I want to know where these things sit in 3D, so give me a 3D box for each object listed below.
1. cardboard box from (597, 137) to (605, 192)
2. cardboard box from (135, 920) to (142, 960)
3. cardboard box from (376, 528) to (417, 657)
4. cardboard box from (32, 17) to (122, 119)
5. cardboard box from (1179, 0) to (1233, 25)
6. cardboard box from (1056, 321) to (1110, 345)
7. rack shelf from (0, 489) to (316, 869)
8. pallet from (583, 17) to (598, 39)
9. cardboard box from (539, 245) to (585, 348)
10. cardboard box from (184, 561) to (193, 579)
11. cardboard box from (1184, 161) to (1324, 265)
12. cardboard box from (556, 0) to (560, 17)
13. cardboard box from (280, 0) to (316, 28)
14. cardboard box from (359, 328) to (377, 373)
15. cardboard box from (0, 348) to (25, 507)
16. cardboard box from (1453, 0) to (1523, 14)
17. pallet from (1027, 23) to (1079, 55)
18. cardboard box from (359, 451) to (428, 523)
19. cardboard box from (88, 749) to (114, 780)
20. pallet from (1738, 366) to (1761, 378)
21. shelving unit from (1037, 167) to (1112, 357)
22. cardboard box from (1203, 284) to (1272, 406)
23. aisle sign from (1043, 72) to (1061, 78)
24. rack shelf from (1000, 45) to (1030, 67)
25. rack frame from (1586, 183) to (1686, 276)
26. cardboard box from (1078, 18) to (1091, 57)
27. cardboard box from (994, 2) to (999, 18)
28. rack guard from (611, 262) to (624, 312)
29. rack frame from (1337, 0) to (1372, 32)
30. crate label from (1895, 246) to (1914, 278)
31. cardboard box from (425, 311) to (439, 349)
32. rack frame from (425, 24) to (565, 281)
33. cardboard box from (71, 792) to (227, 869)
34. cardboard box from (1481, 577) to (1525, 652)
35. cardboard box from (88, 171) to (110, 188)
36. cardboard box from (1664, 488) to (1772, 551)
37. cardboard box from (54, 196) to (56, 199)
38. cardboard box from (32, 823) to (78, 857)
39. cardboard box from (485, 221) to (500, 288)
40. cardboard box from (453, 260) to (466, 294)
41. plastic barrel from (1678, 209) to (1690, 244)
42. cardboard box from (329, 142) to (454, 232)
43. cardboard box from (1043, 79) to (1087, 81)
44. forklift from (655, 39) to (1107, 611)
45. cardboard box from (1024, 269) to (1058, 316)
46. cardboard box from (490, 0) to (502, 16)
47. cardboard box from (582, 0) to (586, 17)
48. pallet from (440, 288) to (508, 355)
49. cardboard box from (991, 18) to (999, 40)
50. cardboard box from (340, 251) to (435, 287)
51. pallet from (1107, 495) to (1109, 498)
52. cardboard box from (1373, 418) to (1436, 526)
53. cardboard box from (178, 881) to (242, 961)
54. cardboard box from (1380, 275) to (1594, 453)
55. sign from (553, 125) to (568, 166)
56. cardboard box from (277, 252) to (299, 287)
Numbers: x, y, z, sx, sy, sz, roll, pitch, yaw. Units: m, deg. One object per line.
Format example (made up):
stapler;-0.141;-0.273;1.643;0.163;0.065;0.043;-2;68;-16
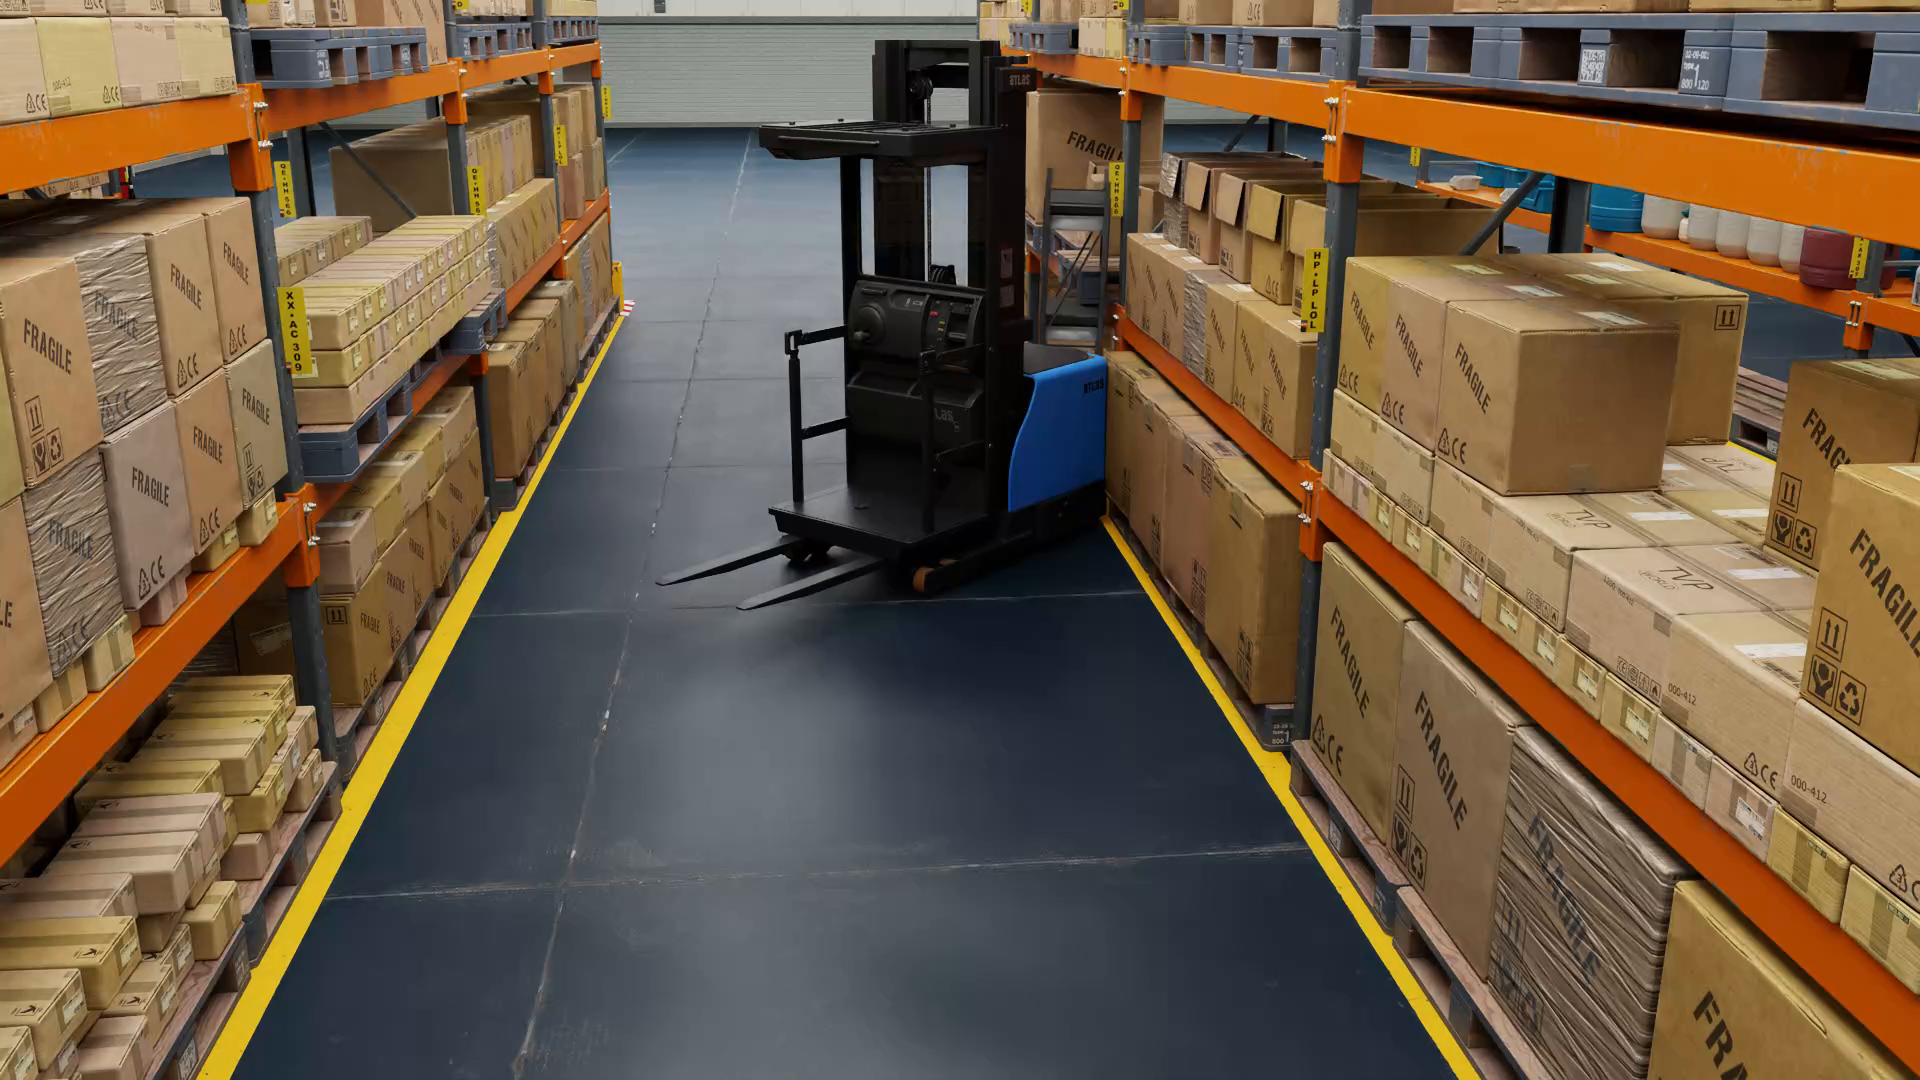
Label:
cardboard box;-4.181;-3.887;17.300;0.875;0.550;0.550;-2;18;-6
cardboard box;-2.626;1.226;4.824;0.380;0.149;0.250;-1;17;-3
cardboard box;-2.895;0.257;7.823;0.500;0.500;0.500;-1;17;-3
cardboard box;-2.615;-1.271;4.459;0.500;0.250;0.500;-2;18;-6
cardboard box;1.639;-3.165;9.371;0.797;0.503;0.637;-1;17;-2
cardboard box;1.164;-1.547;13.535;0.700;0.500;0.500;-2;18;-6
rack shelf;-2.821;0.590;4.492;1.077;0.370;4.000;-2;18;-6
pallet;-4.178;-5.093;16.531;1.003;0.211;1.213;-2;18;-6
cardboard box;-3.847;-2.109;14.733;0.875;0.875;0.875;-2;17;-5
cardboard box;-2.703;0.082;5.327;0.380;0.149;0.250;-2;18;-7
cardboard box;1.628;-1.778;8.991;0.797;0.503;0.637;-1;17;-4
cardboard box;-3.580;-4.488;14.009;0.380;0.149;0.250;-2;18;-5
cardboard box;-2.909;-2.207;6.639;0.500;0.311;0.500;-2;18;-6
cardboard box;-2.639;-0.780;6.877;0.380;0.149;0.250;-2;18;-7
cardboard box;-2.486;-0.272;3.703;0.500;0.500;0.500;-2;18;-7
cardboard box;2.058;-1.968;5.395;0.700;0.500;0.500;-3;18;-9
pallet;1.160;-3.701;12.265;1.213;0.211;1.003;-2;18;-6
cardboard box;-2.946;-0.254;8.198;0.500;0.250;0.500;-1;17;-4
cardboard box;-3.153;0.793;5.707;0.380;0.149;0.250;-2;18;-6
pallet;6.138;-1.446;14.430;1.003;0.211;1.213;-2;18;-6
shelving unit;0.718;-1.309;10.769;0.431;2.100;0.503;3;22;3
cardboard box;1.492;-0.954;8.042;0.500;0.500;0.500;-2;18;-6
aisle sign;0.971;-5.316;17.761;0.394;0.787;0.004;-2;18;-6
rack shelf;0.886;-4.540;15.823;1.077;0.370;4.000;-2;18;-6
rack frame;6.019;-3.009;14.754;1.000;3.000;0.127;-2;18;-6
cardboard box;1.098;-3.455;11.417;0.500;0.250;0.500;-1;17;-4
cardboard box;0.535;-5.201;16.312;0.380;0.149;0.250;-2;18;-6
rack guard;-4.267;-2.739;18.067;1.175;0.500;0.348;-2;18;-6
rack frame;1.917;-3.335;5.776;1.000;3.000;0.127;-2;18;-6
crate label;6.598;-2.138;11.922;0.502;0.435;0.616;-2;18;-6
cardboard box;-2.773;-1.025;8.154;0.380;0.149;0.250;-3;18;-8
rack frame;-3.852;-2.733;13.874;1.000;3.000;0.127;-2;18;-6
cardboard box;-2.564;0.931;5.269;0.380;0.149;0.250;-3;18;-8
cardboard box;1.779;0.210;4.919;0.380;0.149;0.250;-2;18;-7
cardboard box;-8.848;-3.778;16.539;0.500;0.500;0.500;-2;18;-7
cardboard box;2.381;0.038;4.803;0.500;0.250;0.500;-2;18;-7
cardboard box;-8.841;-3.211;15.818;0.380;0.149;0.250;-2;17;-5
cardboard box;-3.106;1.011;5.511;0.380;0.149;0.250;-3;18;-8
cardboard box;-3.217;-1.731;10.516;0.500;0.500;0.500;-2;17;-5
cardboard box;-2.851;-1.398;8.844;0.380;0.149;0.250;-2;18;-6
plastic barrel;6.002;-2.544;13.503;0.301;0.262;0.301;0;17;0
cardboard box;-3.476;-2.200;10.340;0.700;0.500;0.500;-2;18;-6
cardboard box;1.039;-4.409;16.881;0.500;0.500;0.500;-2;18;-6
forklift;-0.393;-1.253;9.273;1.130;2.935;3.031;14;22;37
cardboard box;0.882;-2.337;16.085;0.500;0.500;0.500;-3;18;-11
cardboard box;-3.400;-3.702;11.235;0.500;0.311;0.500;-2;18;-7
cardboard box;-3.788;-5.092;15.932;0.380;0.149;0.250;-2;18;-6
pallet;-3.260;-1.241;9.441;1.213;0.211;1.003;-2;18;-6
cardboard box;0.579;-4.955;16.193;0.500;0.250;0.500;-2;18;-6
cardboard box;-2.776;-1.311;8.069;0.380;0.149;0.250;-1;17;-4
pallet;1.425;-0.567;11.630;1.003;0.211;1.213;-2;18;-6
cardboard box;1.751;-0.246;5.708;0.500;0.250;0.500;-2;18;-6
cardboard box;-2.541;1.225;5.325;0.380;0.149;0.250;-2;18;-6
cardboard box;1.755;-0.603;5.592;0.500;0.500;0.500;-2;18;-6
sign;-3.313;-3.267;13.775;0.100;0.325;0.005;-2;18;-6
cardboard box;-3.425;-1.296;8.022;0.380;0.149;0.250;-2;18;-6
